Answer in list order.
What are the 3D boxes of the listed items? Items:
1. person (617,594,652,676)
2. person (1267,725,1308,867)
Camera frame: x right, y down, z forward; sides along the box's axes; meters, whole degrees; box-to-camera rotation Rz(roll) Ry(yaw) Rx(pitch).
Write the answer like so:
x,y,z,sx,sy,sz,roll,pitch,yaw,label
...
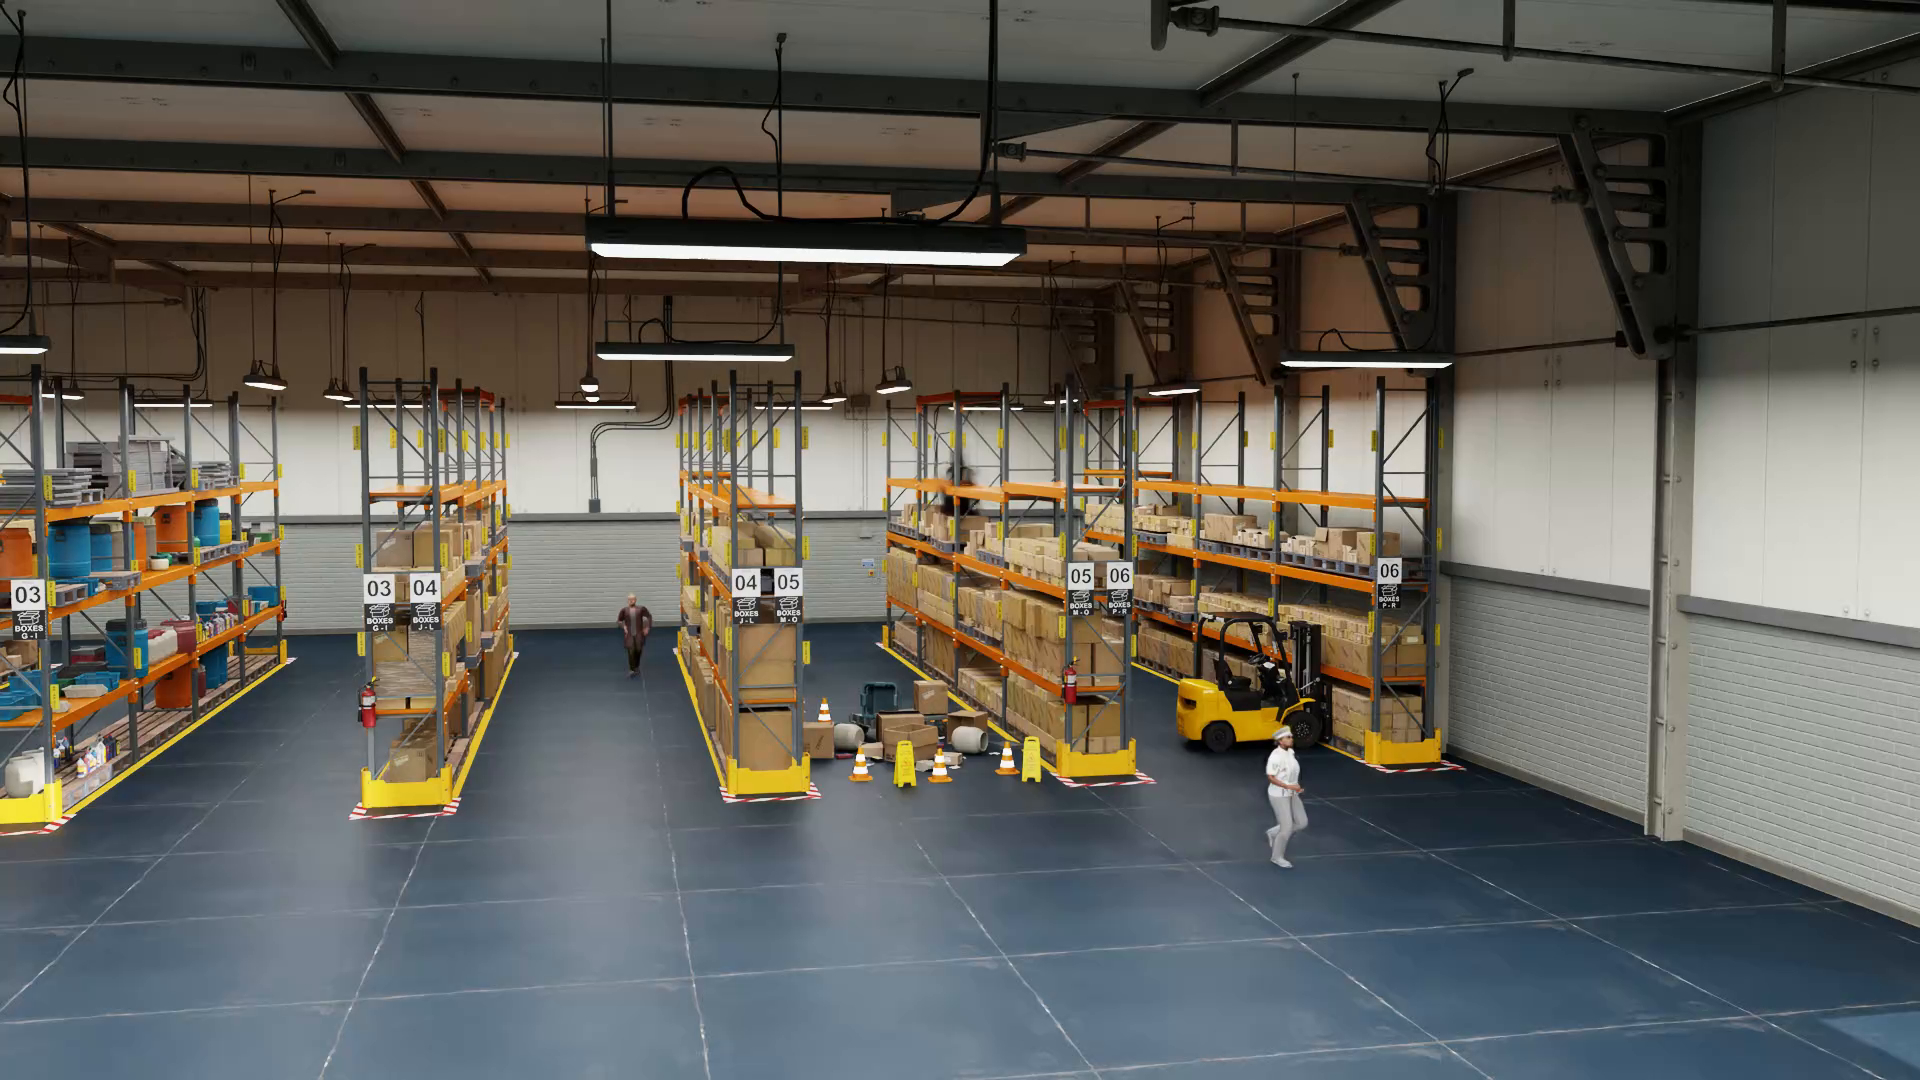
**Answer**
x,y,z,sx,sy,sz,roll,pitch,yaw,label
-6.927,2.027,35.324,0.722,1.735,0.667,0,3,-7,person
3.846,3.008,19.586,0.547,1.668,0.613,3,5,41,person
